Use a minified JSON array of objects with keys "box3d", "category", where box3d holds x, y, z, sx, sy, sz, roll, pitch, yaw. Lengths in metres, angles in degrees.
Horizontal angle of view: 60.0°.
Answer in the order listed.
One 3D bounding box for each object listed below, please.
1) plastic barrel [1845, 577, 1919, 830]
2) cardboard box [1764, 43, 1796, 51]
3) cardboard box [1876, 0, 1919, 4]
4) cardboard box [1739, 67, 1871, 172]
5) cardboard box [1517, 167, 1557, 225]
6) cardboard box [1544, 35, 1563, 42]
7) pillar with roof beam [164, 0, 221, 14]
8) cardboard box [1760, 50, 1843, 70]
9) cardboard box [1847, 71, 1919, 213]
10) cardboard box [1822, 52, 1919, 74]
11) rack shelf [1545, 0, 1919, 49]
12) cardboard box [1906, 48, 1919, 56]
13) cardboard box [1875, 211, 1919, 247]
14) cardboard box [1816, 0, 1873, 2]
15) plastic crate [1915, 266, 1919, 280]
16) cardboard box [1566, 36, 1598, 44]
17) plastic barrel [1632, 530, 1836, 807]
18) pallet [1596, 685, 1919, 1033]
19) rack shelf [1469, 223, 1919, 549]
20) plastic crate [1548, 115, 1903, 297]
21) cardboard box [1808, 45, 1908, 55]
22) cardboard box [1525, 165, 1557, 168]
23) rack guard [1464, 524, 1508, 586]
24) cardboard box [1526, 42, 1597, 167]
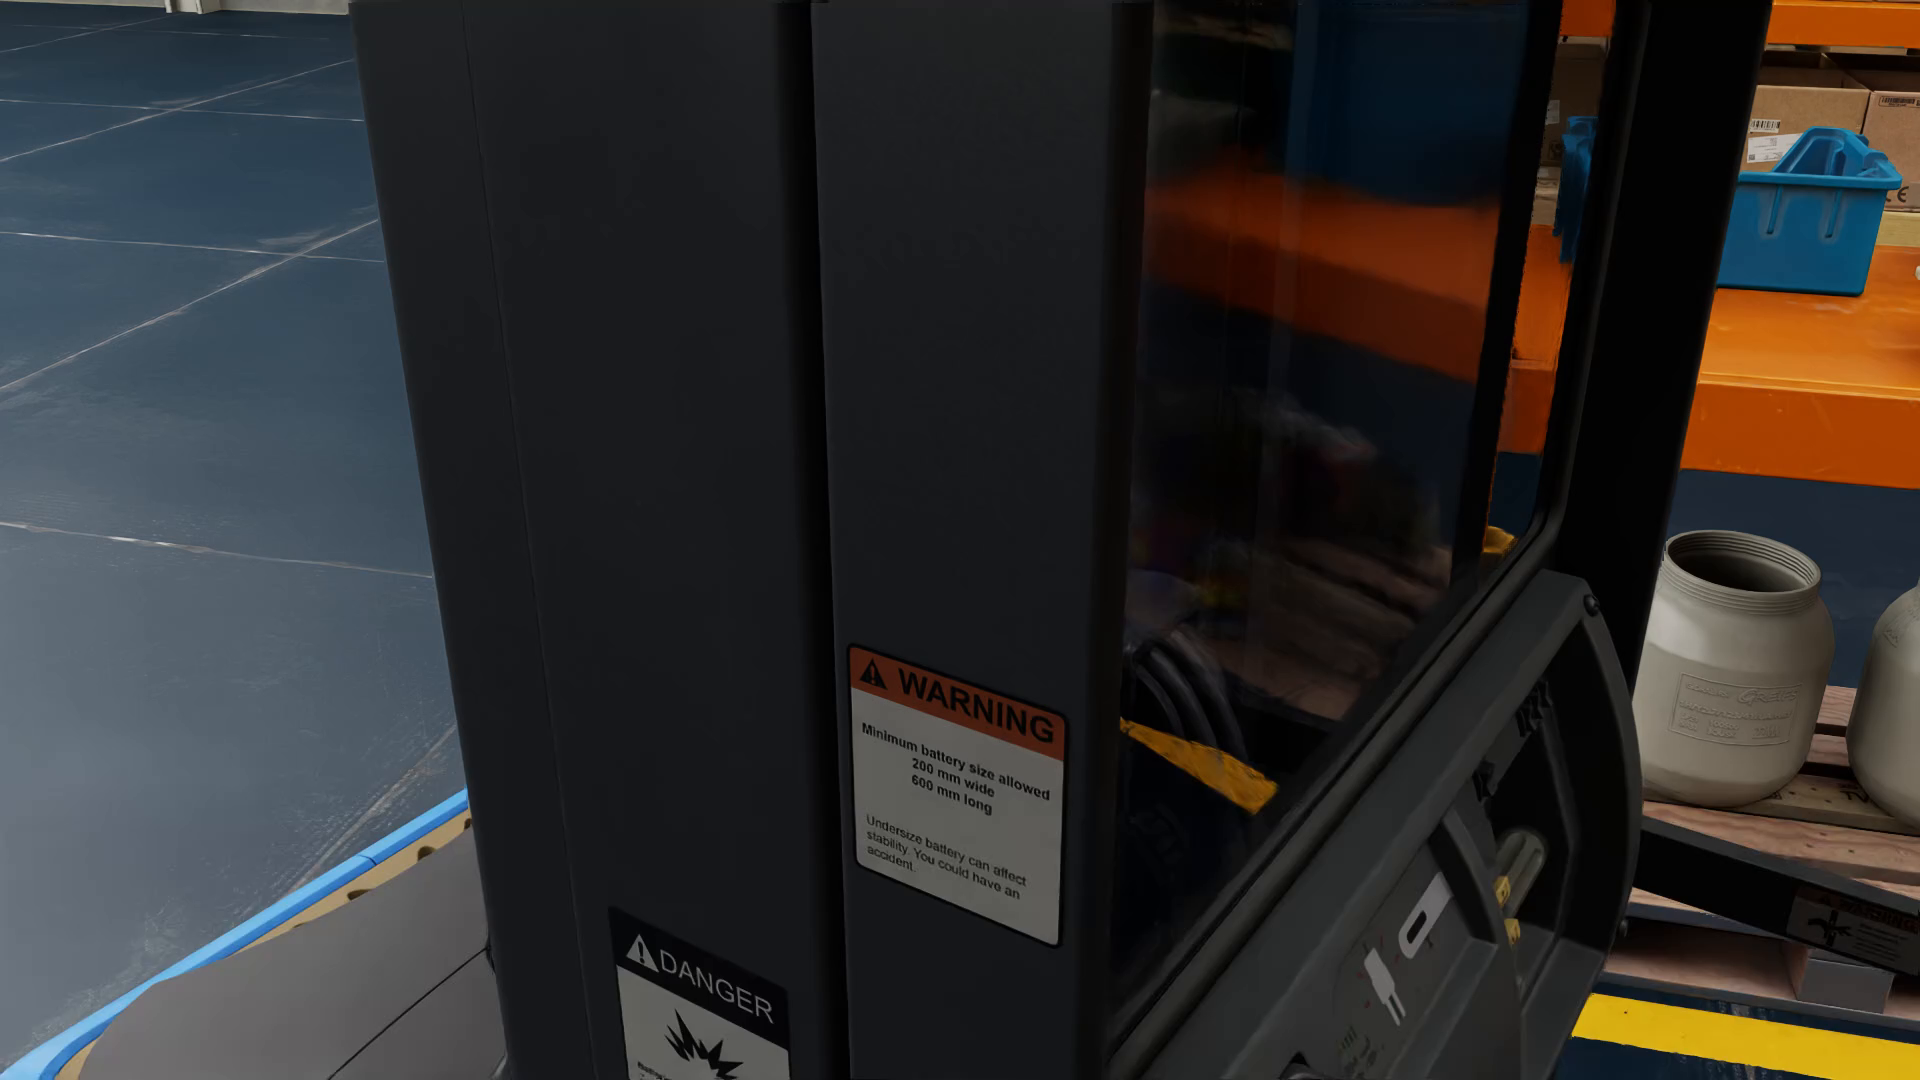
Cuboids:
[{"box3d":[2.119,0.329,3.476,0.421,0.512,0.421,0,25,0],"category":"plastic barrel"},{"box3d":[5.775,-3.485,11.884,0.250,0.149,0.380,4,26,9],"category":"cardboard box"},{"box3d":[4.164,-2.584,7.072,0.500,0.500,0.700,7,26,15],"category":"cardboard box"},{"box3d":[3.651,-1.795,7.368,0.500,0.500,0.500,6,26,13],"category":"cardboard box"},{"box3d":[2.679,-1.557,7.742,0.500,0.250,0.500,6,26,13],"category":"cardboard box"},{"box3d":[4.093,-3.695,12.138,0.500,0.311,0.500,3,26,7],"category":"cardboard box"},{"box3d":[-8.356,-7.308,10.132,0.400,9.000,9.100,6,26,13],"category":"pillar with roof beam"},{"box3d":[3.780,-2.011,7.823,0.500,0.500,0.500,6,26,13],"category":"cardboard box"},{"box3d":[4.131,-1.734,7.241,0.500,0.500,0.500,6,26,13],"category":"cardboard box"},{"box3d":[4.264,-1.957,7.709,0.500,0.500,0.500,6,26,13],"category":"cardboard box"},{"box3d":[4.152,-2.220,7.261,4.000,0.370,1.077,6,26,13],"category":"rack shelf"},{"box3d":[6.793,-3.358,11.597,0.250,0.166,0.380,3,26,6],"category":"cardboard box"},{"box3d":[4.131,-1.396,7.403,0.500,0.250,0.500,6,26,13],"category":"cardboard box"},{"box3d":[3.653,-2.639,7.188,0.500,0.500,0.700,6,26,13],"category":"cardboard box"},{"box3d":[1.764,-0.349,2.799,0.250,0.136,0.298,6,26,13],"category":"plastic crate"},{"box3d":[4.645,-3.634,12.009,0.500,0.311,0.500,9,27,17],"category":"cardboard box"},{"box3d":[1.634,0.275,3.589,0.421,0.512,0.421,0,25,0],"category":"plastic barrel"},{"box3d":[1.848,0.639,3.661,1.213,0.211,1.003,6,26,13],"category":"pallet"},{"box3d":[2.914,-0.158,2.930,4.000,0.370,1.077,6,26,13],"category":"rack shelf"},{"box3d":[1.537,-0.701,3.406,0.616,0.251,0.499,6,26,13],"category":"plastic crate"},{"box3d":[6.304,-3.558,11.630,0.500,0.500,0.500,4,26,9],"category":"cardboard box"},{"box3d":[2.808,-1.773,8.194,0.500,0.250,0.500,6,26,13],"category":"cardboard box"},{"box3d":[1.063,0.420,3.787,0.348,0.500,1.175,6,26,13],"category":"rack guard"},{"box3d":[2.808,-2.112,8.035,0.500,0.500,0.500,6,26,13],"category":"cardboard box"}]
